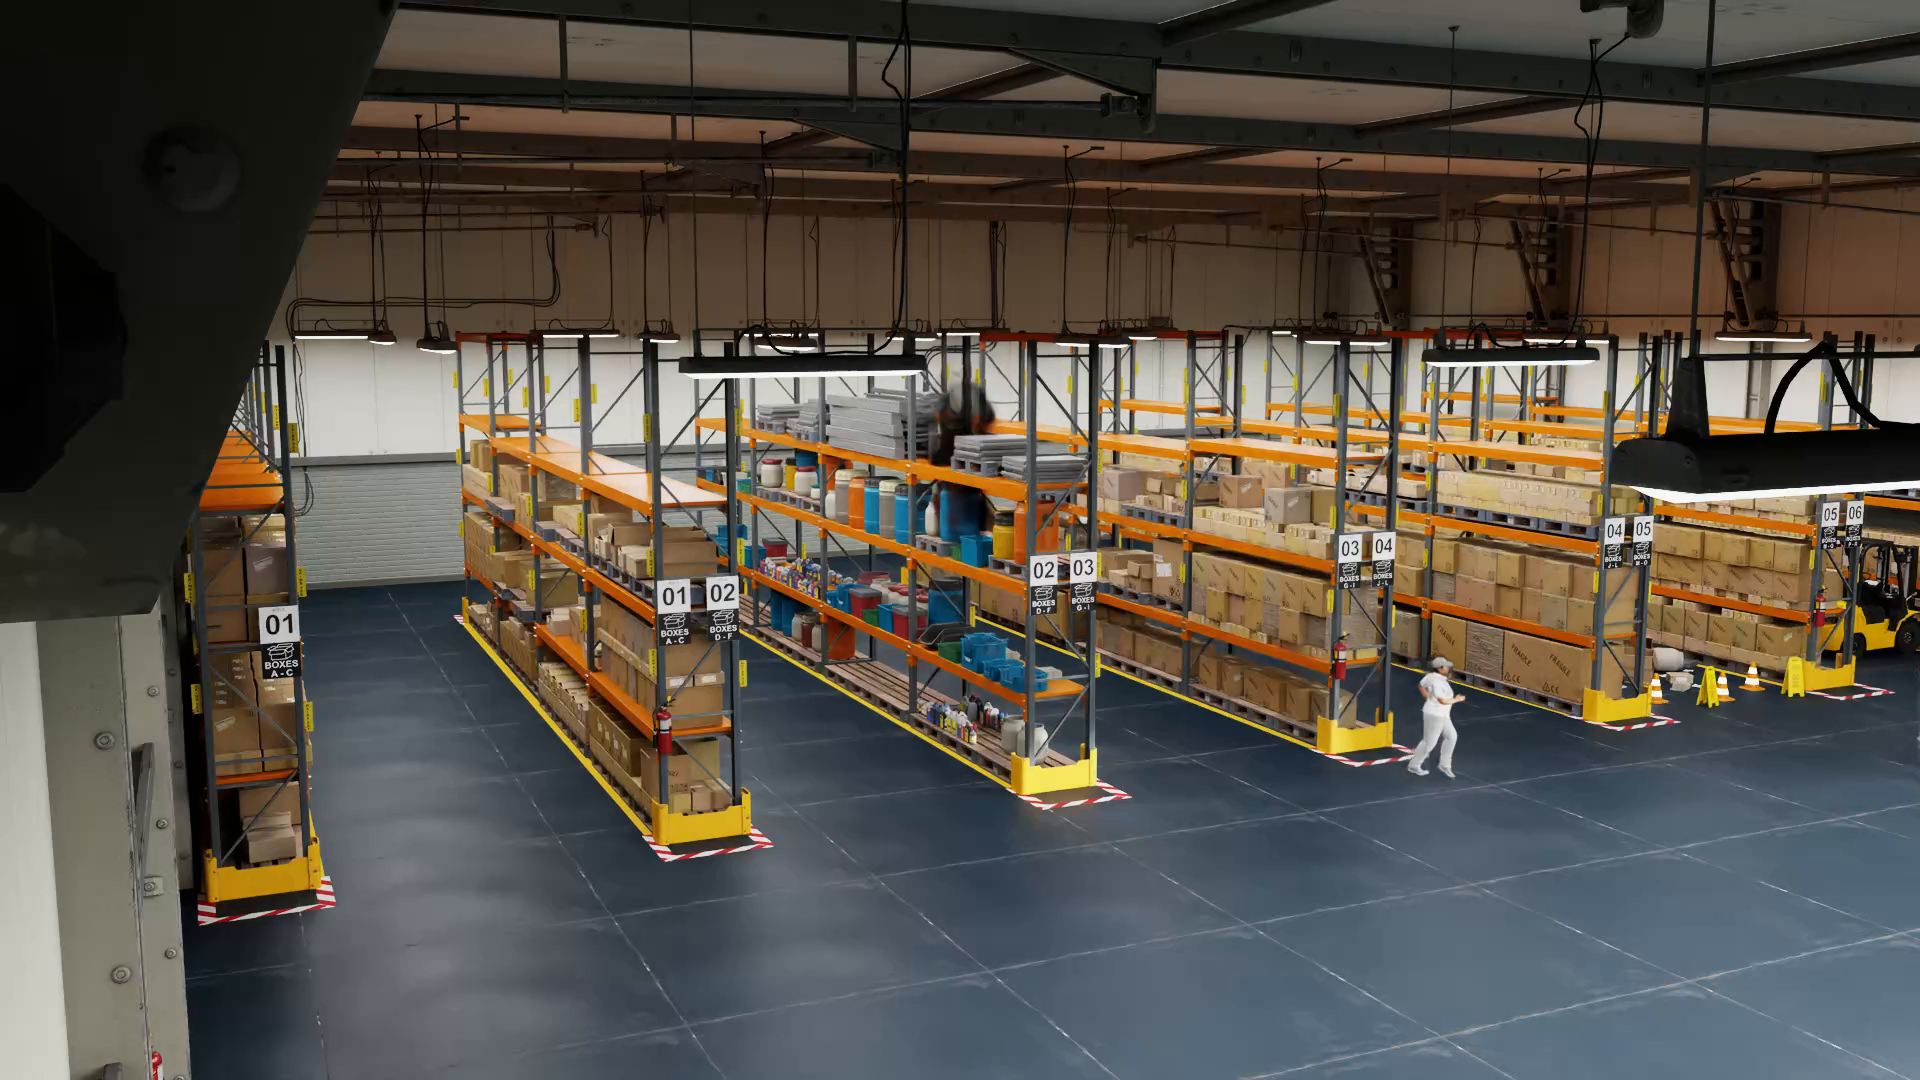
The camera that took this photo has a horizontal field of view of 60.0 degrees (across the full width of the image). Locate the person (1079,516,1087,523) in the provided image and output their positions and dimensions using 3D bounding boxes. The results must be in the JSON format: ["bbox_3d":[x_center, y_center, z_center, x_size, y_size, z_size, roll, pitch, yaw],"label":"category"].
[{"bbox_3d":[3.103,-0.131,41.742,0.575,1.678,0.718,-2,8,-14],"label":"person"}]

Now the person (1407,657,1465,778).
[{"bbox_3d":[6.531,2.454,22.797,0.736,1.730,0.609,2,8,15],"label":"person"}]

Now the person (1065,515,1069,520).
[{"bbox_3d":[2.493,0.245,39.134,0.667,1.650,0.520,-4,8,-25],"label":"person"}]
